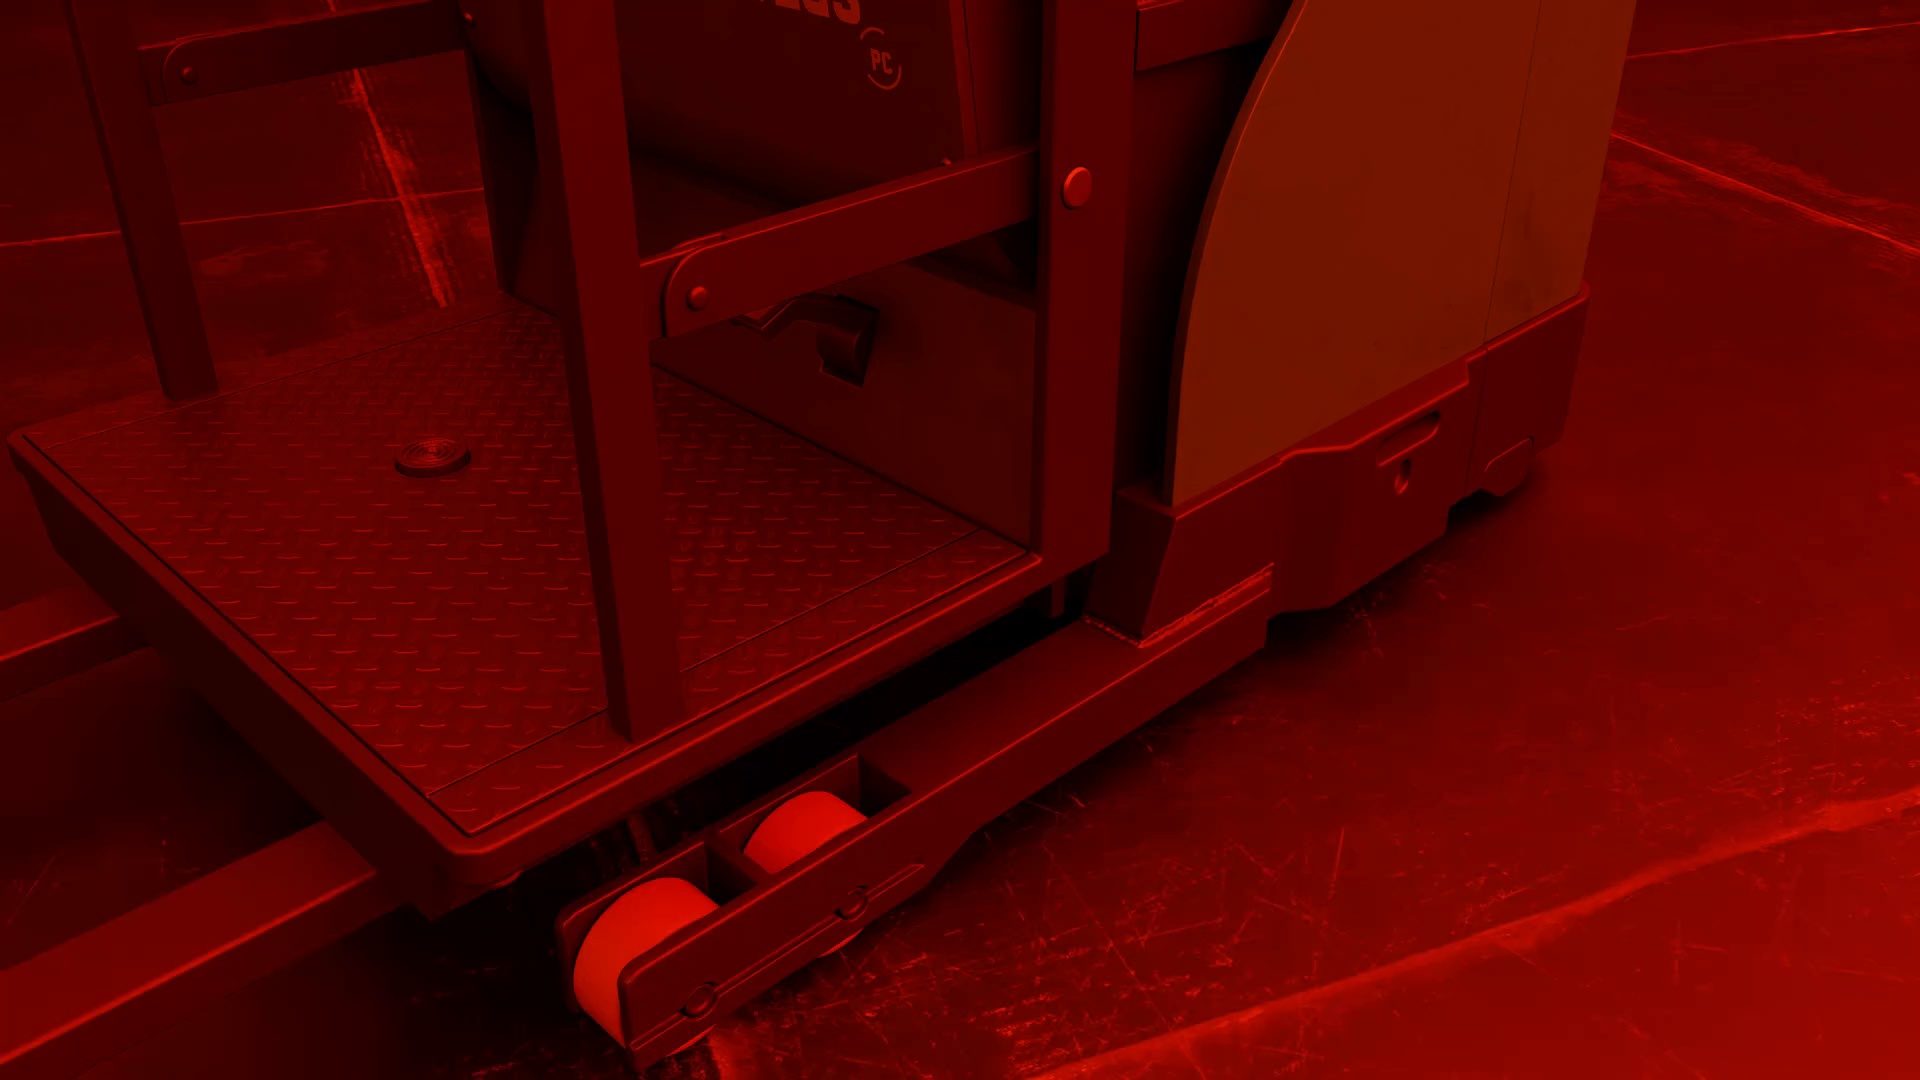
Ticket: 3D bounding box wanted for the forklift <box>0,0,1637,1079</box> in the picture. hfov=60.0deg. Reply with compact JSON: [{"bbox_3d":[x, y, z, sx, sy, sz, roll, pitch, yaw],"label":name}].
[{"bbox_3d":[-0.435,-1.063,1.405,3.031,2.935,1.130,-26,39,-37],"label":"forklift"}]
